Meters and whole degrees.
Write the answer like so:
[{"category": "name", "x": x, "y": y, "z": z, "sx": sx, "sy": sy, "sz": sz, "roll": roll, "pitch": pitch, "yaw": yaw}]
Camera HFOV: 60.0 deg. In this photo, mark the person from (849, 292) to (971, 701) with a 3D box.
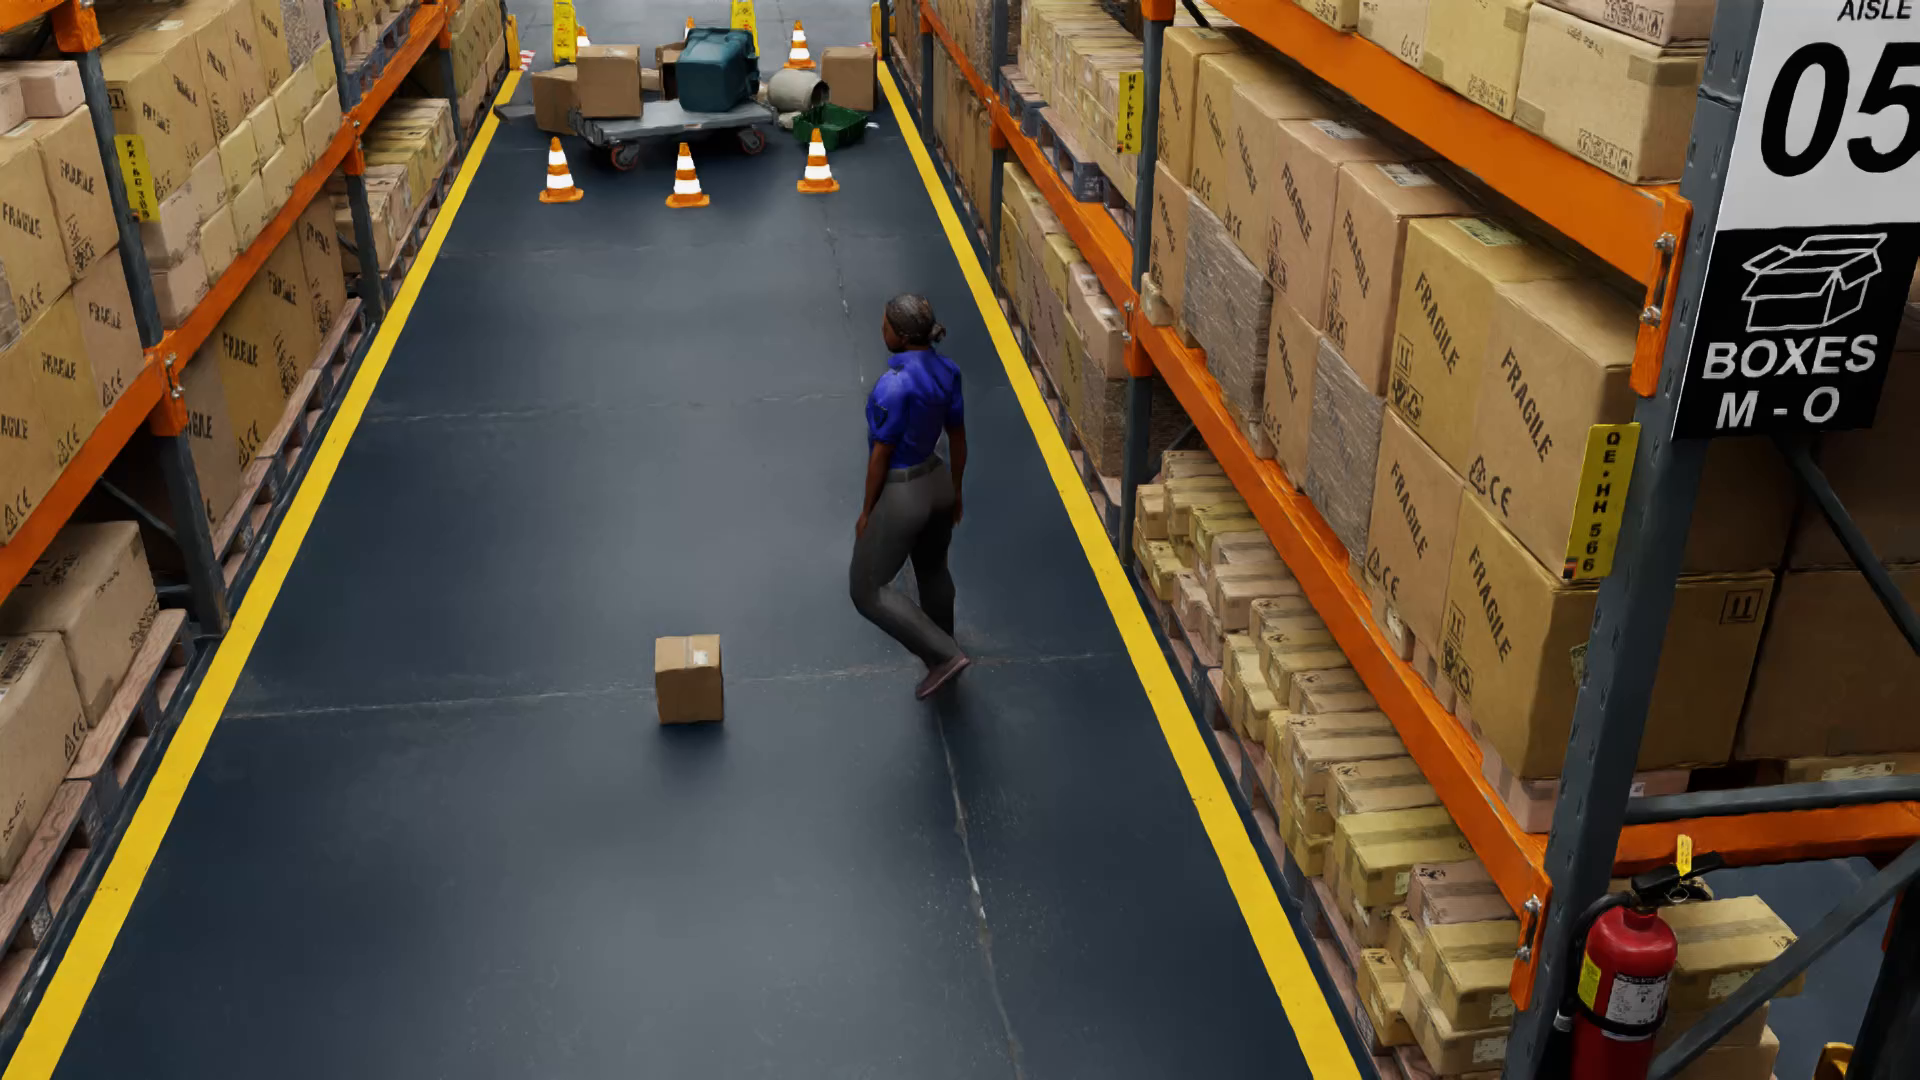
[{"category": "person", "x": -0.127, "y": -0.159, "z": 6.396, "sx": 0.567, "sy": 1.652, "sz": 0.609, "roll": 17, "pitch": 32, "yaw": 29}]
